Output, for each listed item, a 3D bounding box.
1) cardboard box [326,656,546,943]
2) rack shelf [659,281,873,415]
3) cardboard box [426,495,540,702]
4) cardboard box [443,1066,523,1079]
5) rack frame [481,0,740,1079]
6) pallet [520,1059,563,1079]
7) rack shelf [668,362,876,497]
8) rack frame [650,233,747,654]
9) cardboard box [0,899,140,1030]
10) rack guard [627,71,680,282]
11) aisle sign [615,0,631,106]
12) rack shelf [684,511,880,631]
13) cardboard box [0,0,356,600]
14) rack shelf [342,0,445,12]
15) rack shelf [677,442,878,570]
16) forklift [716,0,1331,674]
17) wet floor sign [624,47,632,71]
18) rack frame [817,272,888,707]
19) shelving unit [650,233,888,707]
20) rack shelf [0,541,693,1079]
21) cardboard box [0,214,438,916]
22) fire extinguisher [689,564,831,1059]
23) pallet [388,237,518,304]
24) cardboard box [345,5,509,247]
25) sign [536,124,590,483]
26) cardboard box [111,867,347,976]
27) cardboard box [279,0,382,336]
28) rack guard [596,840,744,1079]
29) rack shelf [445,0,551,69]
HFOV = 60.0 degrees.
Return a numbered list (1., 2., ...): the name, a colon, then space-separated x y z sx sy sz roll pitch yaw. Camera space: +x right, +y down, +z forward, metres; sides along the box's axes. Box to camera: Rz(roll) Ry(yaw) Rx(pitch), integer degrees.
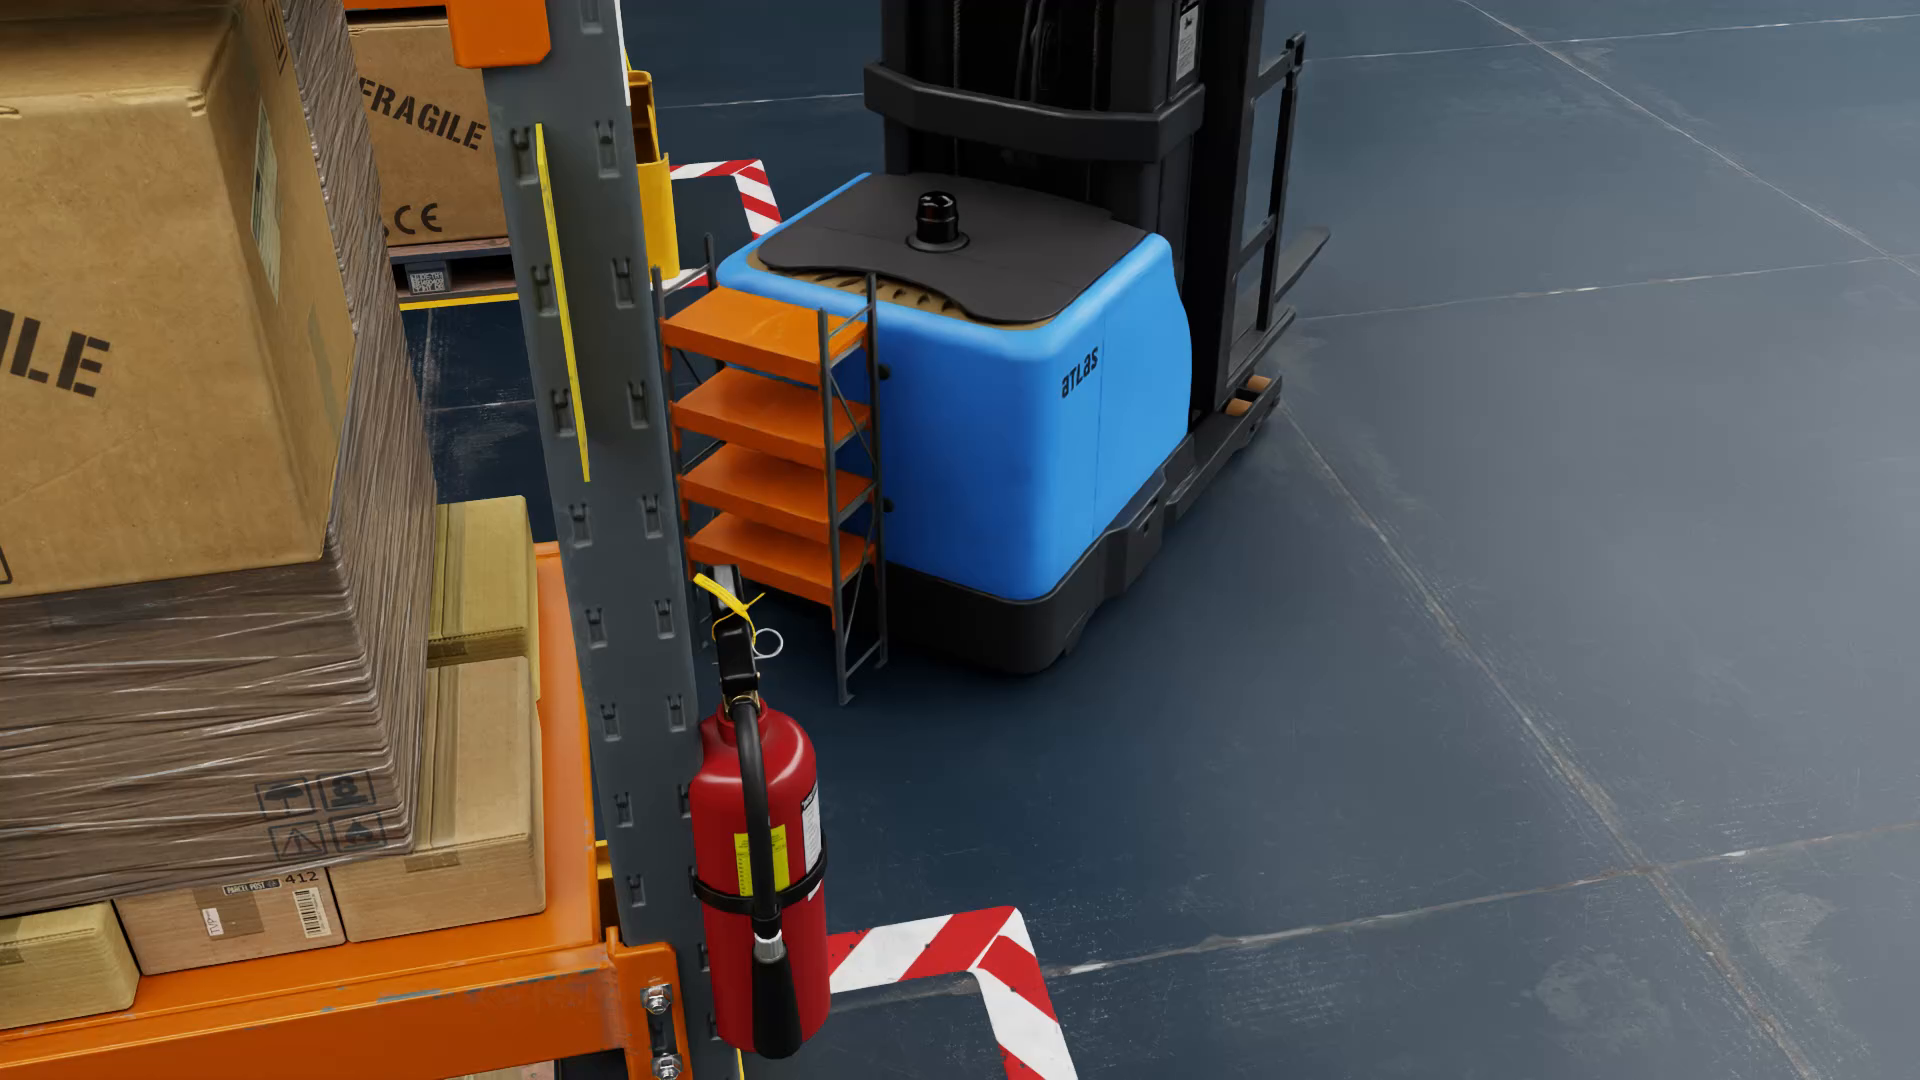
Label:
1. cardboard box: -0.706 0.343 2.272 0.250 0.149 0.380 -7 35 -11
2. rack shelf: -0.484 -0.490 4.197 0.480 0.148 0.258 17 38 24
3. cardboard box: -0.805 0.101 2.633 0.250 0.149 0.380 -7 35 -11
4. cardboard box: -1.087 1.023 2.900 0.500 0.500 0.500 -1 34 -2
5. rack frame: -0.474 0.092 2.422 0.127 3.000 1.000 -7 35 -11
6. pallet: -1.348 1.339 3.065 1.213 0.211 1.003 -7 35 -11
7. rack shelf: -0.484 -0.294 4.330 0.480 0.148 0.258 17 38 24
8. rack frame: -0.697 -0.230 4.515 0.015 1.200 0.240 17 38 24
9. cardboard box: -1.183 0.432 2.139 0.250 0.149 0.380 -7 35 -11
10. rack guard: -1.446 -1.582 7.158 0.348 0.500 1.175 -7 35 -11
11. aisle sign: -0.347 -0.832 1.466 0.004 0.787 0.394 -7 35 -11
12. rack shelf: -0.483 0.056 4.566 0.480 0.148 0.258 17 38 24
13. cardboard box: -0.956 -0.287 1.731 0.500 0.500 0.500 -7 35 -11
14. rack shelf: -3.420 -2.072 6.291 4.000 0.370 1.077 -7 35 -11
15. rack shelf: -0.484 -0.109 4.455 0.480 0.148 0.258 17 38 24
16. forklift: 0.478 -1.646 5.073 1.130 2.935 3.031 17 37 24
17. wet floor sign: -1.878 -2.719 8.722 0.232 0.644 0.267 -13 36 -19
18. rack frame: -0.270 -0.099 4.320 0.015 1.200 0.240 17 38 24
19. shelving unit: -0.484 -0.164 4.417 0.503 1.200 0.258 17 38 24
20. rack shelf: -2.425 0.636 2.256 4.000 0.370 1.077 -7 35 -11
21. cardboard box: -1.016 -0.021 2.232 0.500 0.500 0.875 -7 35 -11
22. fire extinguisher: -0.261 0.360 2.091 0.183 0.674 0.296 -7 35 -11
23. pallet: -2.232 -1.318 7.024 1.213 0.211 1.003 -7 35 -11
24. cardboard box: -2.116 -1.789 6.755 0.875 0.875 0.875 -7 34 -10
25. sign: -0.371 -0.216 1.558 0.005 0.325 0.100 -7 35 -11
26. cardboard box: -0.950 0.373 2.227 0.250 0.149 0.380 -7 35 -11
27. cardboard box: -1.070 -0.569 2.152 0.500 0.500 0.500 -7 35 -11
28. rack guard: -0.548 1.139 3.104 0.348 0.500 1.175 -7 35 -11
29. rack shelf: -2.425 -0.609 1.420 4.000 0.370 1.077 -7 35 -11
